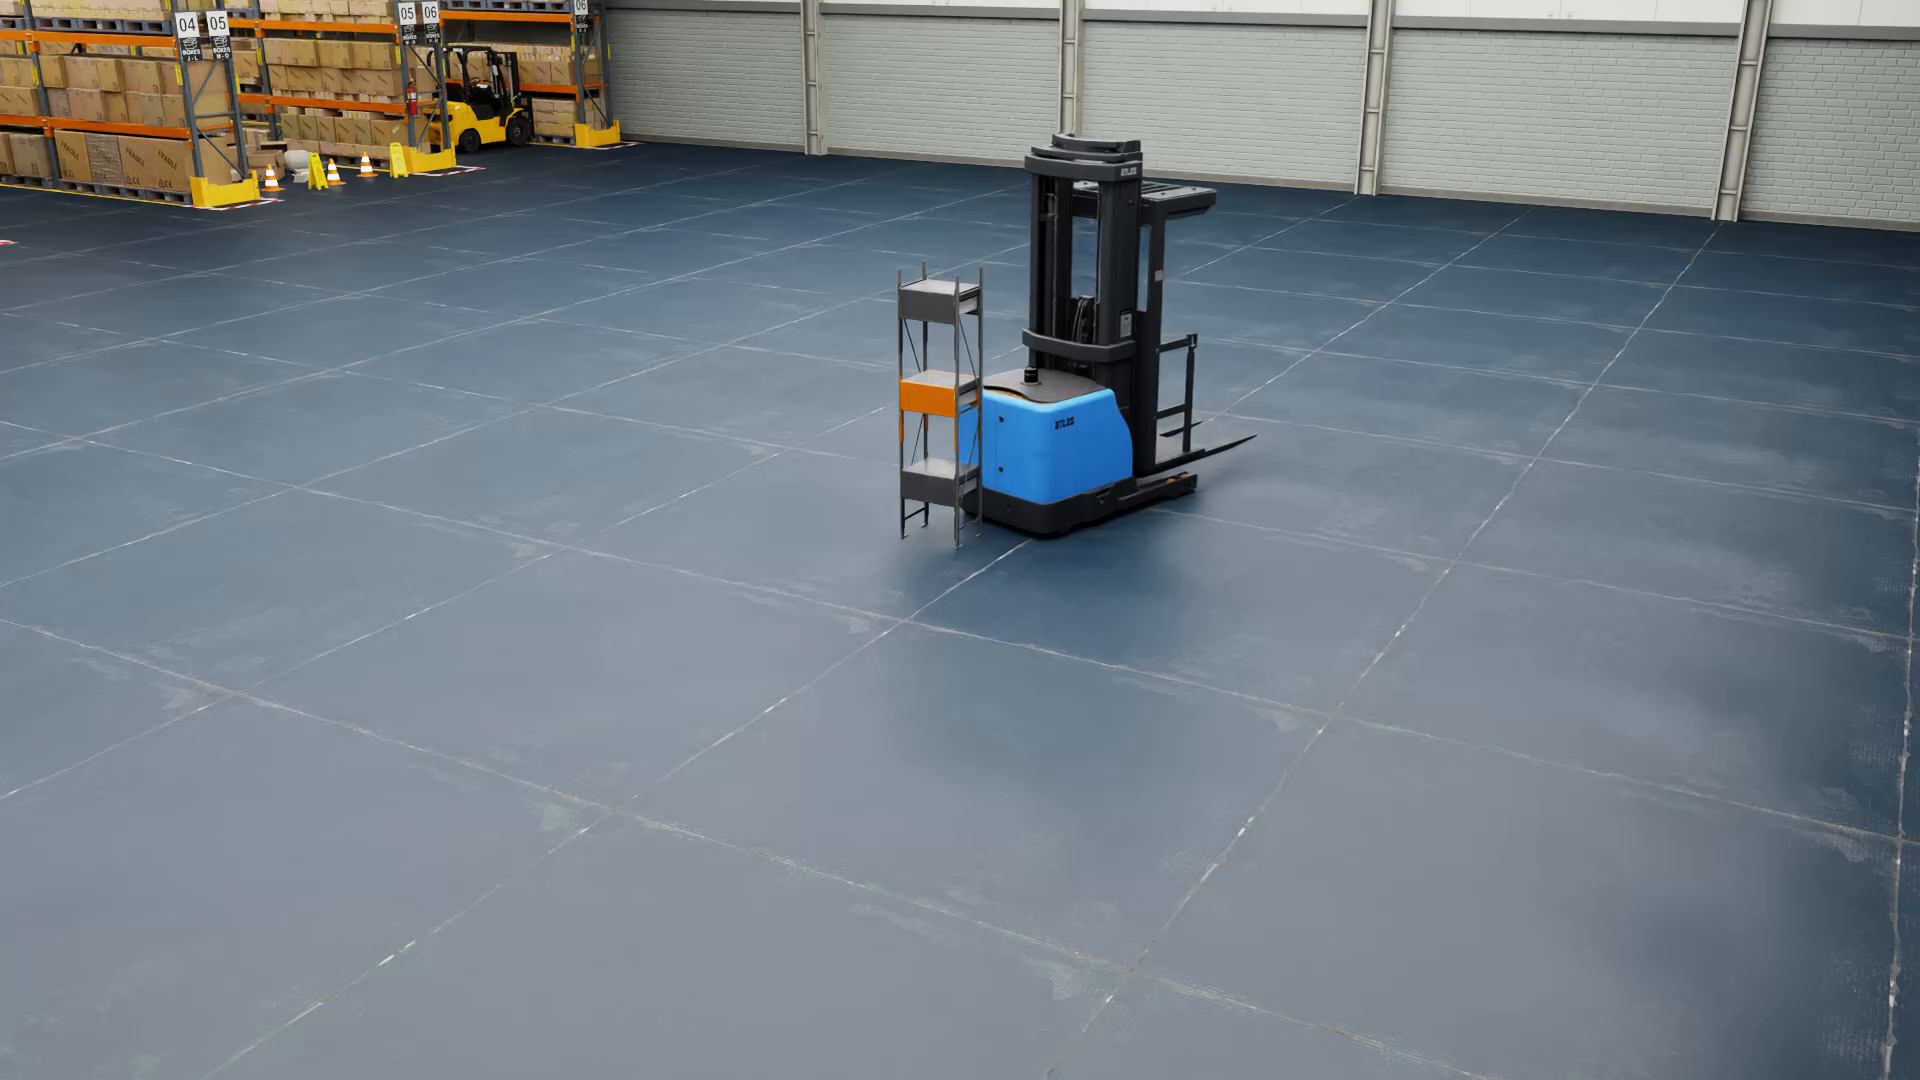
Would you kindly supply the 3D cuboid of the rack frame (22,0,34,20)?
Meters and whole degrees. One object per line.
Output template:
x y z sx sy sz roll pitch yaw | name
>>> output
-16.384 -10.831 29.527 0.127 3.000 1.000 11 23 27 | rack frame

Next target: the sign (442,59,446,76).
-10.302 -9.405 33.123 0.005 0.325 0.100 11 23 27 | sign

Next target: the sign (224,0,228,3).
-12.616 -9.368 28.495 0.005 0.325 0.100 11 23 27 | sign

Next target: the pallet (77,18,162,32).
-14.614 -9.037 29.110 1.213 0.211 1.003 11 23 27 | pallet

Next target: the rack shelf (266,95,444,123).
-12.312 -8.830 33.865 4.000 0.370 1.077 11 23 27 | rack shelf

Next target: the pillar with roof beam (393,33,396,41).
-15.655 -13.235 36.154 0.400 9.000 9.100 11 23 27 | pillar with roof beam

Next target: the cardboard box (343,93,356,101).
-12.148 -8.908 33.393 0.250 0.149 0.380 11 22 27 | cardboard box

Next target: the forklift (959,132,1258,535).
1.348 -1.833 13.620 3.031 2.935 1.130 -19 27 -41 | forklift

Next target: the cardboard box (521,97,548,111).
-9.597 -9.837 37.535 0.500 0.250 0.500 11 23 28 | cardboard box

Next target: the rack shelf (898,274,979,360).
-0.145 -1.660 12.349 0.480 0.518 0.431 11 23 27 | rack shelf

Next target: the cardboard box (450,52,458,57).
-11.491 -11.200 38.245 0.250 0.149 0.380 10 22 26 | cardboard box

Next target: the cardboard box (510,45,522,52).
-9.906 -11.056 37.412 0.250 0.149 0.380 11 23 28 | cardboard box

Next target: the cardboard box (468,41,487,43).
-11.215 -11.508 38.658 0.250 0.149 0.380 11 23 27 | cardboard box

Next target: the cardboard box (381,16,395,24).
-11.014 -10.104 32.291 0.250 0.149 0.380 11 23 28 | cardboard box

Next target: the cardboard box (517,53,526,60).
-9.720 -10.847 37.270 0.250 0.149 0.380 11 23 28 | cardboard box

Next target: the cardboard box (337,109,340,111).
-15.607 -10.673 40.940 0.500 0.500 0.500 12 23 29 | cardboard box

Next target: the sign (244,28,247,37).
-18.358 -13.020 42.662 0.005 0.325 0.100 11 23 27 | sign

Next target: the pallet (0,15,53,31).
-17.209 -9.469 30.451 1.217 0.209 0.805 10 22 25 | pallet

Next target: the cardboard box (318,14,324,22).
-12.558 -10.411 33.137 0.250 0.149 0.380 11 23 28 | cardboard box

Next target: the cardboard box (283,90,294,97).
-13.694 -9.209 34.221 0.250 0.149 0.380 12 23 29 | cardboard box

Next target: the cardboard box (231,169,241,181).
-13.985 -6.988 31.740 0.258 0.266 0.396 16 25 36 | cardboard box

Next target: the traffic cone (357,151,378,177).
-11.571 -7.331 32.396 0.334 0.463 0.336 11 23 27 | traffic cone

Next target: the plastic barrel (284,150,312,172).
-13.108 -7.518 32.969 0.512 0.421 0.421 -7 21 -20 | plastic barrel

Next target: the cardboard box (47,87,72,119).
-16.056 -8.024 30.365 0.550 0.550 0.875 11 23 27 | cardboard box

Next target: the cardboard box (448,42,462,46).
-11.507 -11.330 38.166 0.250 0.149 0.380 11 23 28 | cardboard box

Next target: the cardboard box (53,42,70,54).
-19.904 -11.029 37.259 0.500 0.500 0.500 10 22 26 | cardboard box

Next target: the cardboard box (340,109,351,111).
-14.595 -10.618 40.604 0.625 0.625 0.875 12 23 29 | cardboard box

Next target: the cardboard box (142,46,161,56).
-17.271 -10.407 35.957 0.500 0.500 0.500 10 22 26 | cardboard box

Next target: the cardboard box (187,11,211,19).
-13.035 -9.034 28.580 0.250 0.149 0.380 11 23 28 | cardboard box

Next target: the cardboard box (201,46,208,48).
-16.120 -10.392 35.915 0.500 0.500 0.500 9 22 24 | cardboard box

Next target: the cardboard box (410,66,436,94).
-10.845 -9.184 33.202 0.500 0.500 0.500 10 22 26 | cardboard box

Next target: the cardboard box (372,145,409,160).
-11.424 -7.799 33.383 0.500 0.250 0.500 11 23 27 | cardboard box

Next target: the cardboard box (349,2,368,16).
-11.577 -10.408 32.545 0.500 0.250 0.500 10 22 27 | cardboard box

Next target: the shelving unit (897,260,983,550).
-0.145 -1.015 12.583 0.503 2.100 0.431 11 23 27 | shelving unit

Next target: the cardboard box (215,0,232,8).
-15.078 -11.178 34.487 0.500 0.250 0.500 11 23 28 | cardboard box

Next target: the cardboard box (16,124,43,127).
-21.538 -9.961 39.068 0.875 0.438 0.875 10 22 27 | cardboard box

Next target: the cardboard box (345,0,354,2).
-11.850 -10.663 32.662 0.250 0.149 0.380 11 23 27 | cardboard box

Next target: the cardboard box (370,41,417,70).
-11.119 -9.513 32.642 0.500 0.500 0.700 10 22 26 | cardboard box

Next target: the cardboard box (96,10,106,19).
-14.679 -9.090 28.733 0.250 0.149 0.380 11 23 28 | cardboard box

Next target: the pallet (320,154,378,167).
-12.386 -7.887 34.297 1.213 0.211 1.003 11 23 27 | pallet

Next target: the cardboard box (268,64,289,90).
-13.810 -9.532 34.161 0.500 0.500 0.500 11 23 27 | cardboard box

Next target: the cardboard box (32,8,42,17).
-16.232 -9.385 29.547 0.250 0.149 0.380 10 22 26 | cardboard box

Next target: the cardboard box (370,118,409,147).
-11.393 -8.149 33.248 0.500 0.500 0.500 11 23 28 | cardboard box

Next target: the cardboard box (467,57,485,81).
-10.918 -10.793 38.075 0.500 0.500 0.500 11 23 28 | cardboard box

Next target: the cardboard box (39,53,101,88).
-16.079 -8.517 30.143 0.550 0.550 0.875 11 23 27 | cardboard box

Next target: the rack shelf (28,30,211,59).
-14.638 -8.750 29.245 4.000 0.370 1.077 11 23 27 | rack shelf

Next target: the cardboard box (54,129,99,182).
-15.869 -7.084 30.495 0.875 0.875 0.875 11 23 28 | cardboard box

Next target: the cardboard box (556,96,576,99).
-8.914 -9.907 37.729 0.500 0.250 0.500 11 23 27 | cardboard box

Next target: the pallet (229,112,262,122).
-17.897 -10.875 42.536 1.213 0.211 1.003 11 23 27 | pallet

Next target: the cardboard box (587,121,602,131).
-8.482 -9.359 37.684 0.500 0.250 0.500 11 23 28 | cardboard box

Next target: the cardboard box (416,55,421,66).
-12.647 -11.233 38.920 0.500 0.250 0.500 10 22 26 | cardboard box

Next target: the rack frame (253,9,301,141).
-14.058 -9.501 34.659 0.127 3.000 1.000 11 23 27 | rack frame

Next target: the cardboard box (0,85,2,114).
-17.853 -8.233 31.016 0.500 0.500 0.500 11 23 28 | cardboard box

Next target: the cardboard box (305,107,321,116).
-13.146 -8.761 33.985 0.250 0.149 0.380 12 23 29 | cardboard box

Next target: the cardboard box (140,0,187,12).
-13.456 -9.068 28.086 0.500 0.250 0.500 11 23 28 | cardboard box
